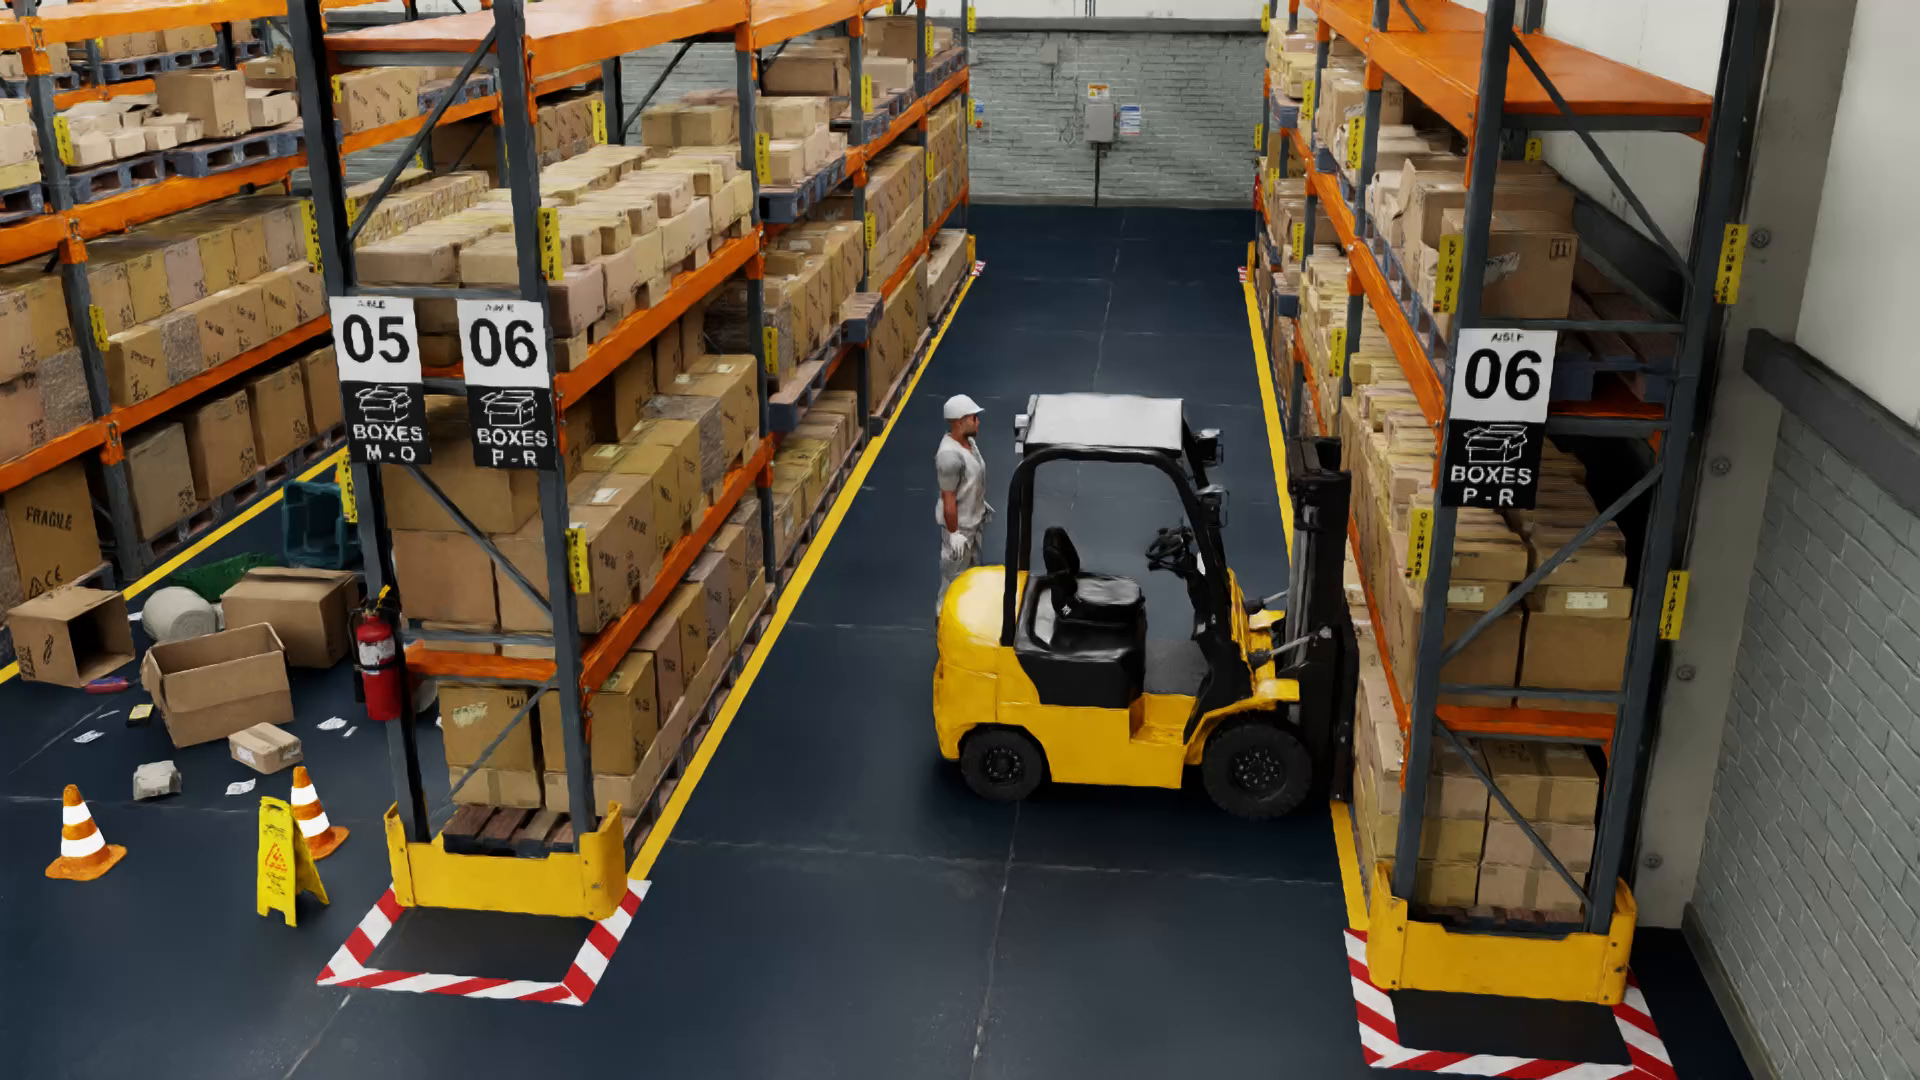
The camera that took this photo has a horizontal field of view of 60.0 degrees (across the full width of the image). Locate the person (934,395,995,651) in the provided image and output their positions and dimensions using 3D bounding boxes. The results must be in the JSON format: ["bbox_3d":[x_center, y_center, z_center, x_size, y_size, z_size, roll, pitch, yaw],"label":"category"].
[{"bbox_3d":[0.045,-0.125,11.276,0.396,1.798,0.662,5,22,14],"label":"person"}]
